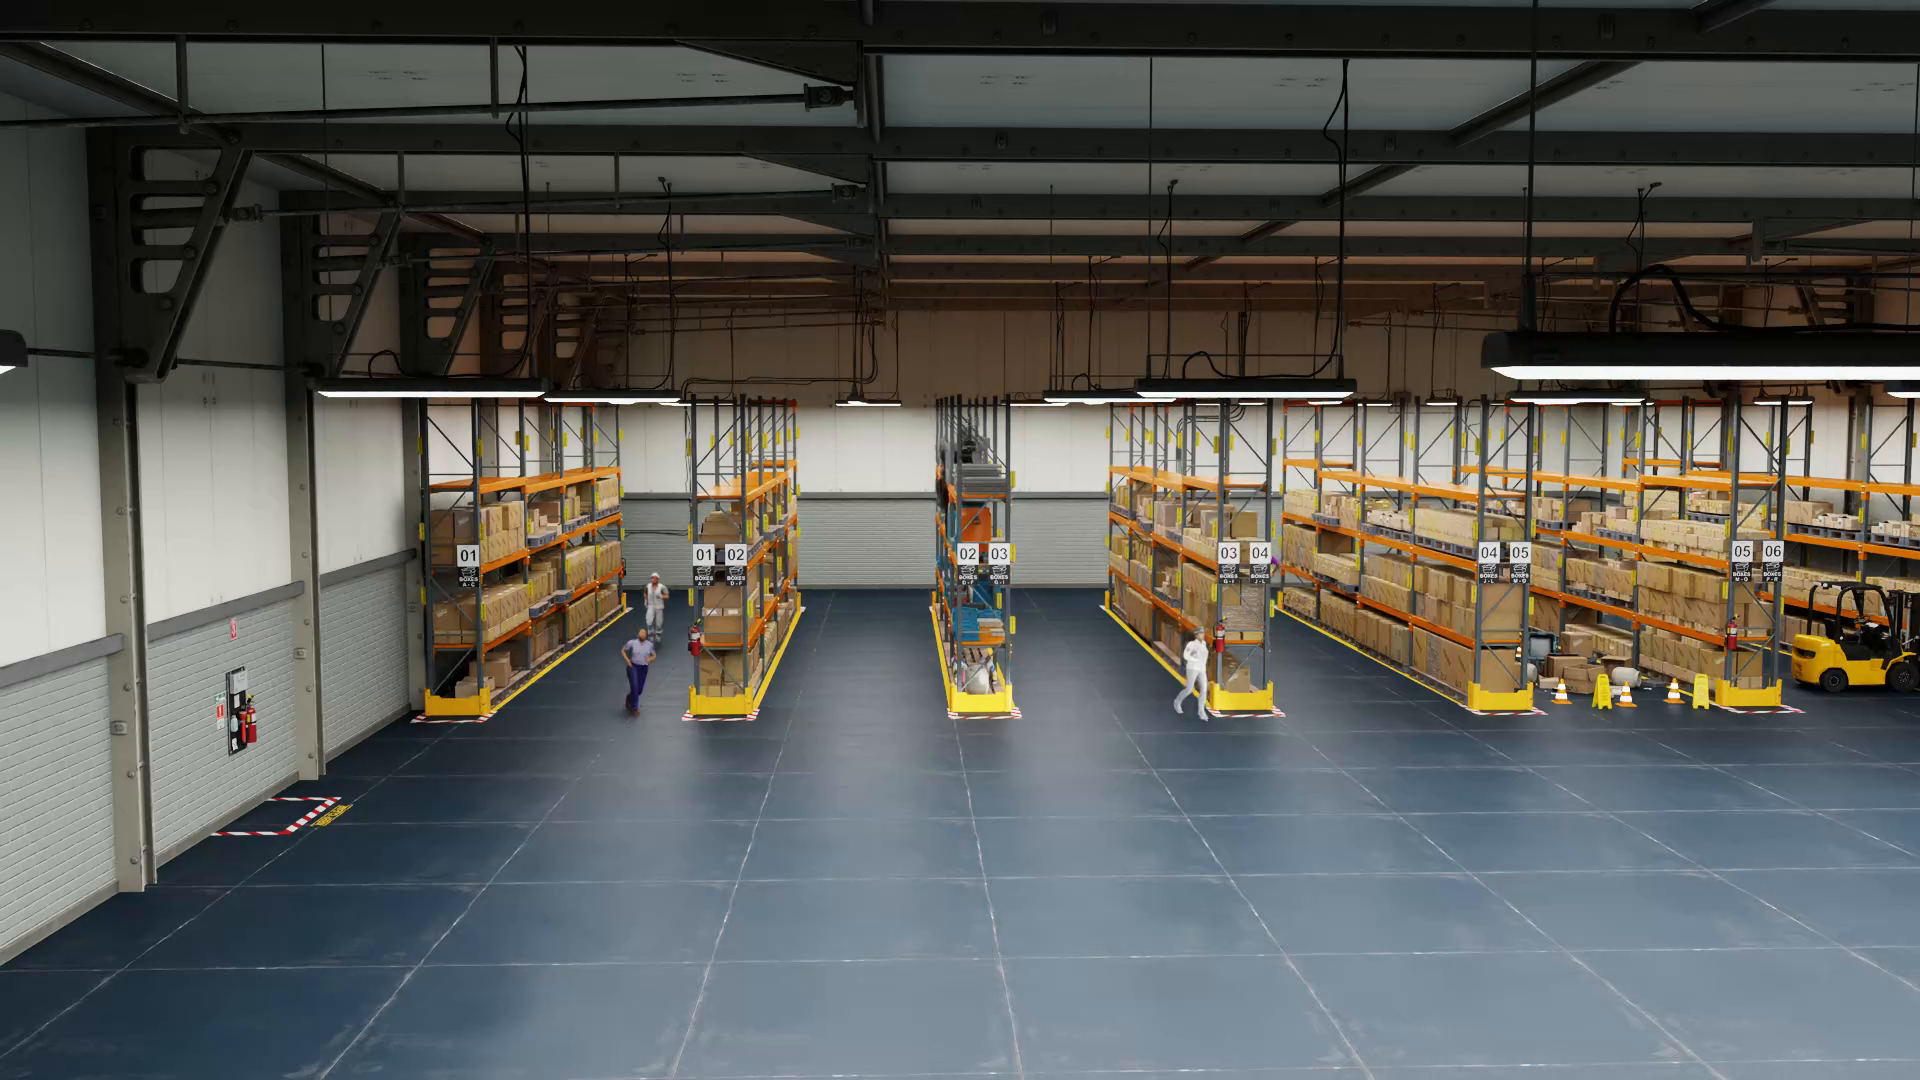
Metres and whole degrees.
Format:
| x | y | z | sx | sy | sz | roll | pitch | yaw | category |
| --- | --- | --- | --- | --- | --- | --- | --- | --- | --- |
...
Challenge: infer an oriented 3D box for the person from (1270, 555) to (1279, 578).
| x | y | z | sx | sy | sz | roll | pitch | yaw | category |
| --- | --- | --- | --- | --- | --- | --- | --- | --- | --- |
| 8.898 | 1.035 | 48.685 | 0.685 | 1.783 | 0.762 | -3 | 5 | -32 | person |

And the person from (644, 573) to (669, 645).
| x | y | z | sx | sy | sz | roll | pitch | yaw | category |
| --- | --- | --- | --- | --- | --- | --- | --- | --- | --- |
| -7.322 | 1.696 | 40.106 | 0.638 | 1.824 | 0.782 | 0 | 5 | -4 | person |

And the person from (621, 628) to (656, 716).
| x | y | z | sx | sy | sz | roll | pitch | yaw | category |
| --- | --- | --- | --- | --- | --- | --- | --- | --- | --- |
| -6.061 | 2.472 | 31.399 | 0.641 | 1.647 | 0.819 | -3 | 5 | -29 | person |

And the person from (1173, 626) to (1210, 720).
| x | y | z | sx | sy | sz | roll | pitch | yaw | category |
| --- | --- | --- | --- | --- | --- | --- | --- | --- | --- |
| 4.387 | 2.447 | 30.947 | 0.638 | 1.707 | 0.852 | -3 | 5 | -34 | person |
